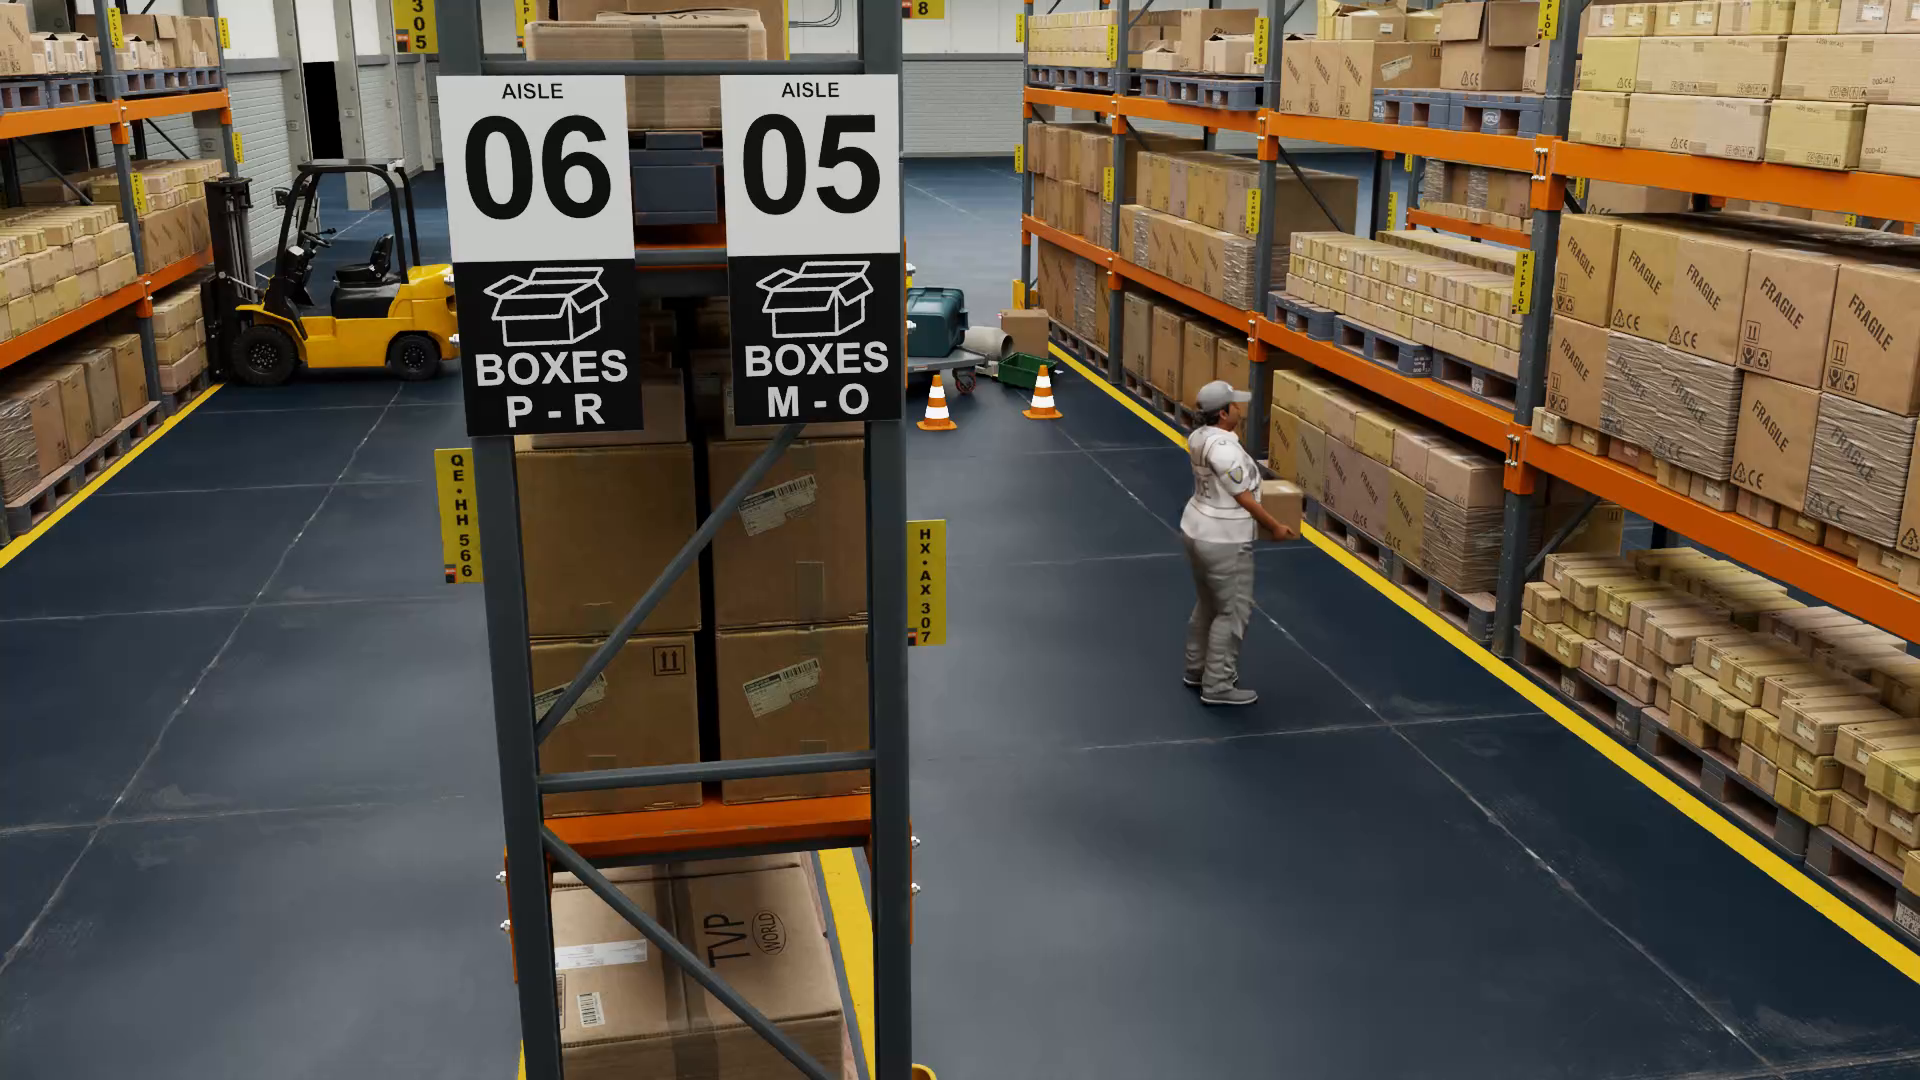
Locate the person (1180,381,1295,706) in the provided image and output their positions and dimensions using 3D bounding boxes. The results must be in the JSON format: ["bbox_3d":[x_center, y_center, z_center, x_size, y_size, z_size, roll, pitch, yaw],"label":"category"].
[{"bbox_3d":[1.409,0.002,8.531,0.533,1.660,0.456,-3,17,-10],"label":"person"}]
